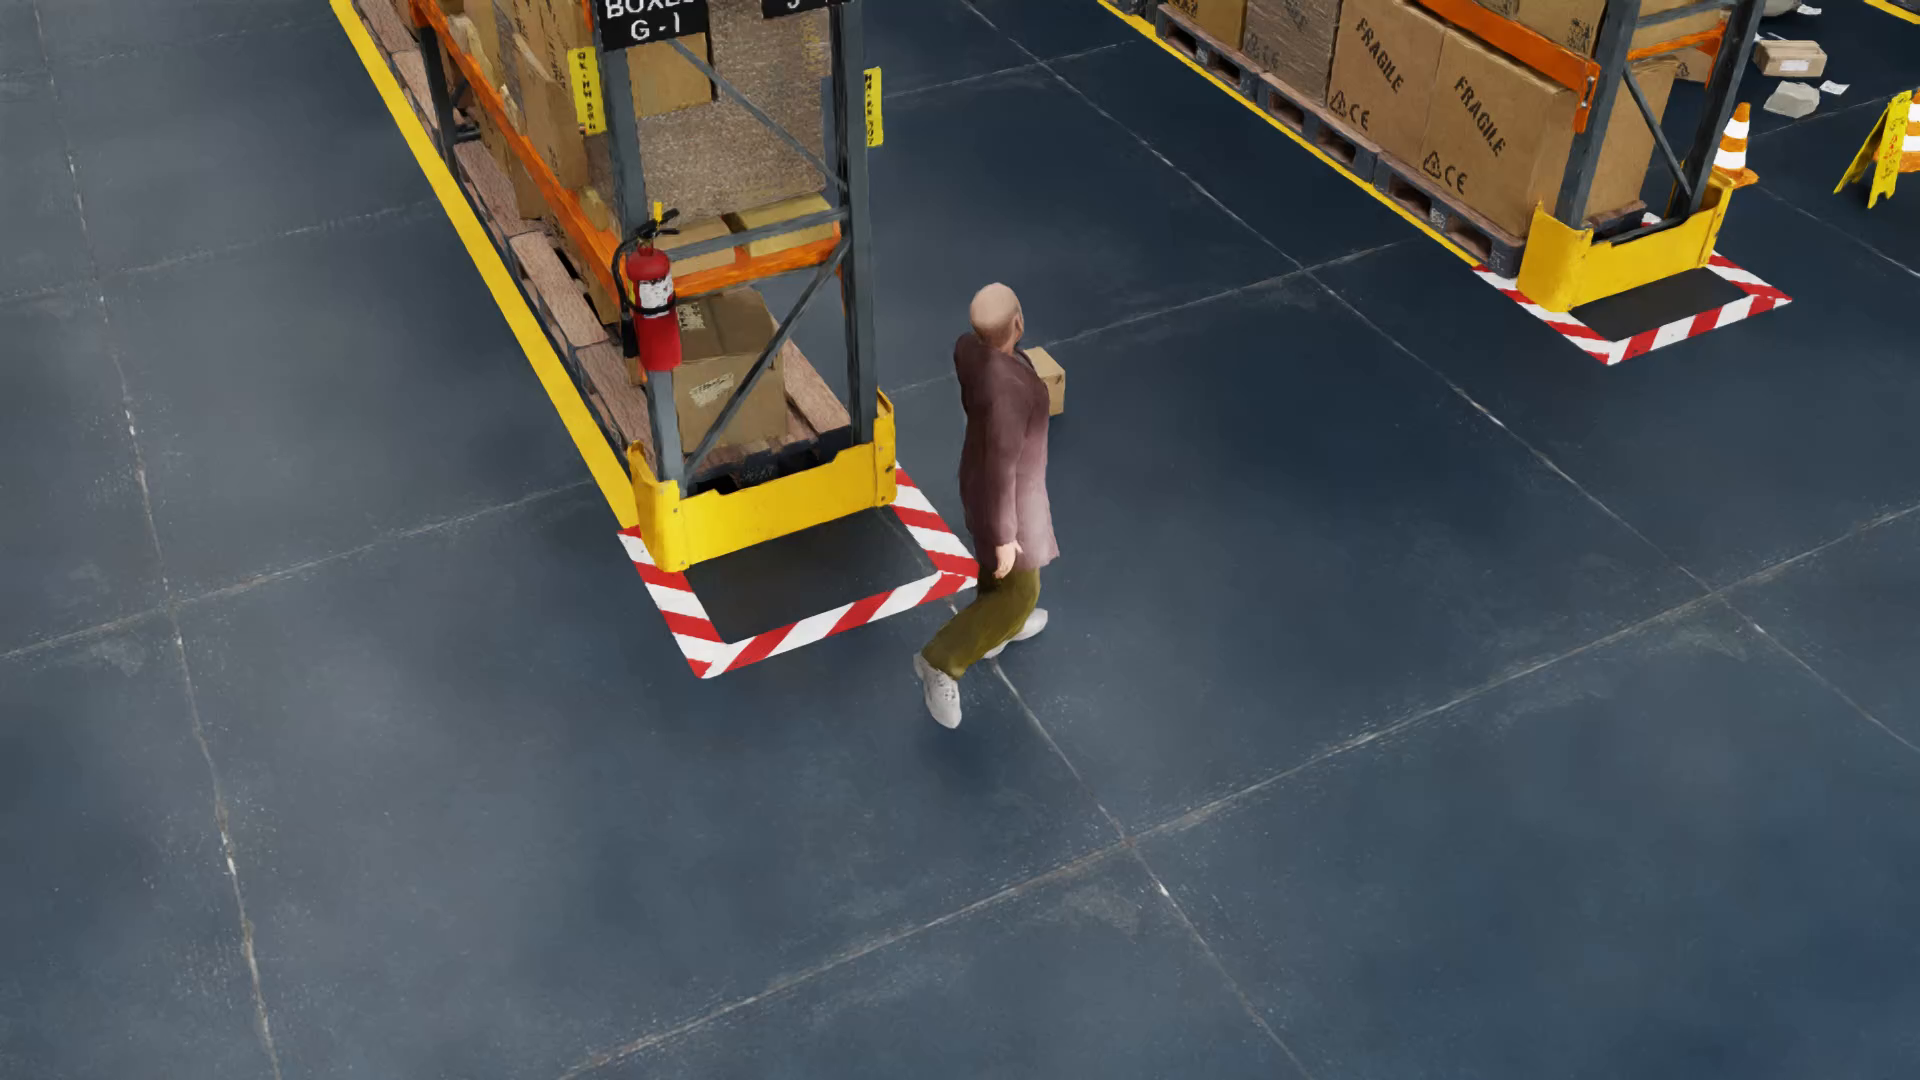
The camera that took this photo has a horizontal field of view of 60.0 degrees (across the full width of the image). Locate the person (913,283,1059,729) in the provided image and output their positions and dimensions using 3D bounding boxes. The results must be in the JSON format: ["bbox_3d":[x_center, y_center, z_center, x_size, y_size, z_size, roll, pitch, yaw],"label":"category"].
[{"bbox_3d":[0.111,-0.133,6.322,0.666,1.775,0.788,-10,42,-12],"label":"person"}]
